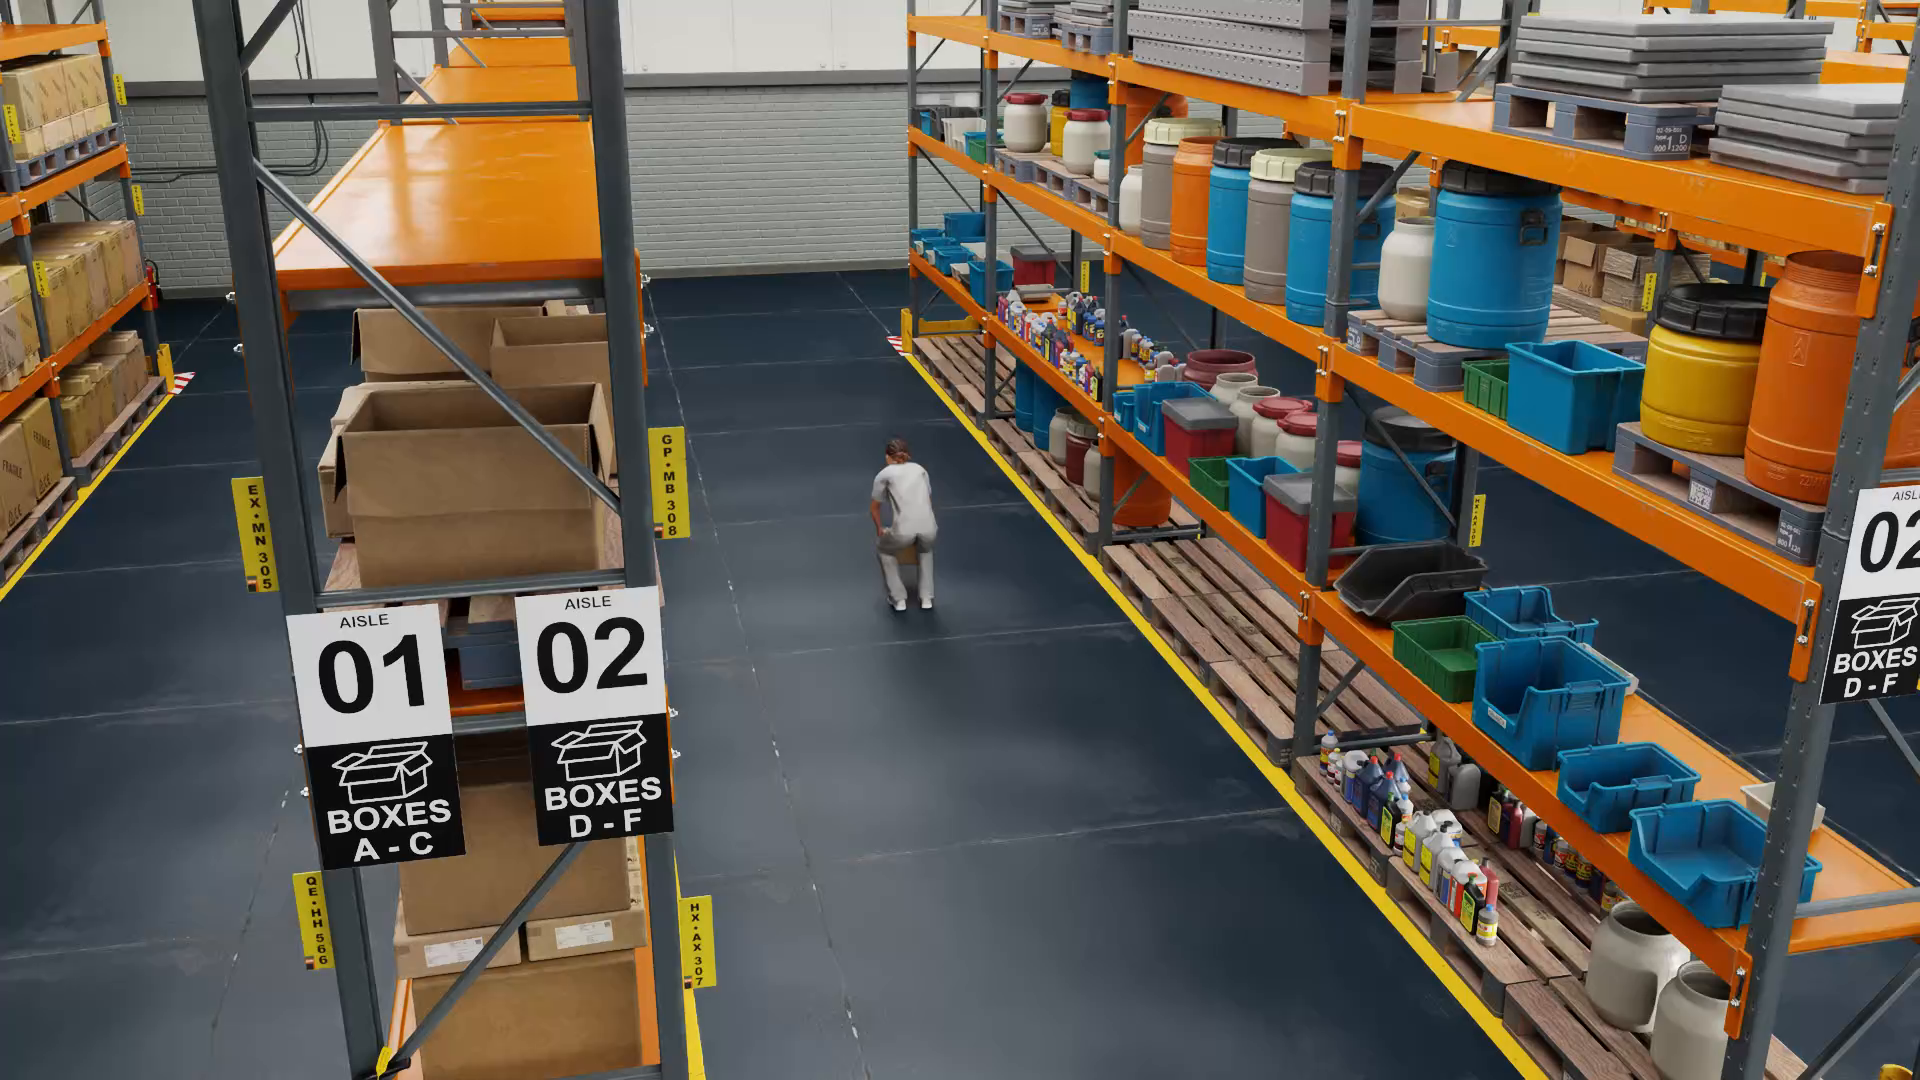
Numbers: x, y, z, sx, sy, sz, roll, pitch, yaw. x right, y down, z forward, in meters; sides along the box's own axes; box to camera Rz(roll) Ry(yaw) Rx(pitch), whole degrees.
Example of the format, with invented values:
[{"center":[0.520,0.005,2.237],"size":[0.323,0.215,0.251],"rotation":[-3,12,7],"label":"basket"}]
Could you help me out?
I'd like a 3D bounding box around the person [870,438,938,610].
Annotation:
[{"center":[-0.438,-0.111,12.978],"size":[0.493,1.278,0.693],"rotation":[-5,20,-12],"label":"person"}]
